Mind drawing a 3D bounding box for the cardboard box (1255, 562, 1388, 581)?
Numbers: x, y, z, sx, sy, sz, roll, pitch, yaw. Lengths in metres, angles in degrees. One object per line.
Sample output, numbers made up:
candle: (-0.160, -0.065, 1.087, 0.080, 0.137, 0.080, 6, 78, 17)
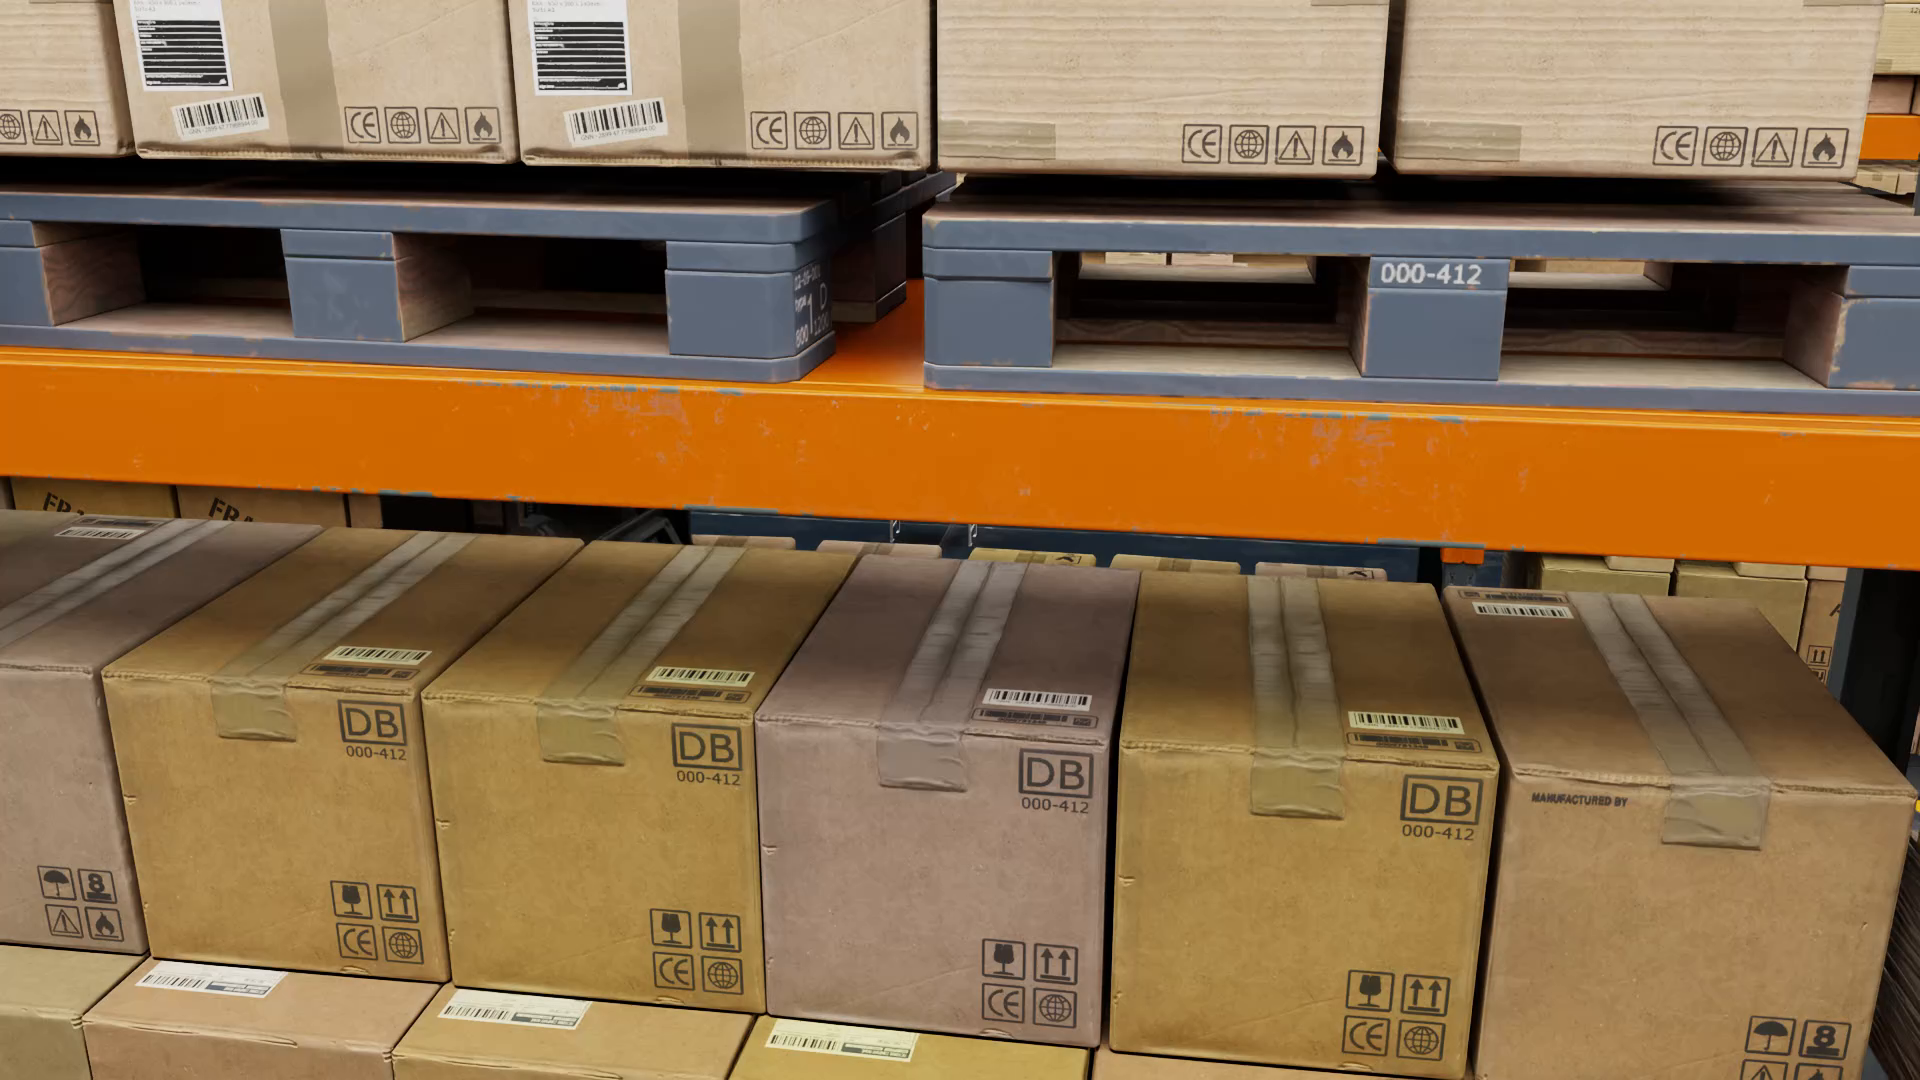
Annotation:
cardboard box: (1.679, 0.443, 7.730, 0.625, 0.372, 0.950, 3, 19, 9)

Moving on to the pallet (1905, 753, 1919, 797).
pallet: (4.074, 0.828, 7.496, 1.213, 0.211, 1.003, 3, 19, 9)

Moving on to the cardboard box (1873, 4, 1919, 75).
cardboard box: (3.592, -1.910, 6.325, 0.500, 0.250, 0.500, 3, 19, 9)

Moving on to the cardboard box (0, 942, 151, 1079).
cardboard box: (-1.535, 0.861, 2.845, 0.500, 0.500, 0.500, 3, 19, 8)

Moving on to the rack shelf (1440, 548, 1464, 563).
rack shelf: (0.223, -0.337, 7.718, 4.000, 0.370, 1.077, 3, 19, 9)

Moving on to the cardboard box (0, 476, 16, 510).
cardboard box: (-5.077, -0.166, 8.759, 0.875, 0.875, 0.875, 4, 19, 10)

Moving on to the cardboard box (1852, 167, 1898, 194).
cardboard box: (6.032, -2.387, 11.062, 0.250, 0.149, 0.380, 3, 19, 10)

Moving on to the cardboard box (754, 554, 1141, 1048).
cardboard box: (0.014, 0.382, 2.700, 0.500, 0.500, 0.700, 3, 19, 9)

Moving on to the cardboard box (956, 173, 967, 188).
cardboard box: (0.081, -2.554, 12.029, 0.250, 0.149, 0.380, 3, 19, 9)

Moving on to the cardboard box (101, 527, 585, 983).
cardboard box: (-0.989, 0.331, 2.854, 0.500, 0.500, 0.700, 3, 19, 8)

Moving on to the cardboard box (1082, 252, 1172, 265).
cardboard box: (0.706, -0.969, 7.185, 0.500, 0.500, 0.500, 4, 19, 11)

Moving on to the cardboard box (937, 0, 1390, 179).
cardboard box: (0.258, -0.613, 2.098, 0.500, 0.250, 0.500, 3, 19, 8)

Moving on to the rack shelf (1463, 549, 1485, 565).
rack shelf: (4.172, -0.136, 7.116, 4.000, 0.370, 1.077, 3, 19, 9)

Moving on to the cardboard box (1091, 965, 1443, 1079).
cardboard box: (0.455, 0.963, 2.542, 0.500, 0.500, 0.500, 3, 19, 8)

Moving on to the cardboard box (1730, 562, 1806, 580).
cardboard box: (3.359, 0.028, 6.959, 0.250, 0.149, 0.380, 4, 19, 11)

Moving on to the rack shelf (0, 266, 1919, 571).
rack shelf: (-0.463, -0.204, 2.592, 4.000, 0.370, 1.077, 3, 19, 9)

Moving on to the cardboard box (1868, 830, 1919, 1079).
cardboard box: (1.878, 0.922, 2.585, 0.550, 0.550, 0.875, 3, 19, 9)

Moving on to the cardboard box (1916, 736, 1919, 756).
cardboard box: (4.278, 0.719, 7.100, 0.500, 0.250, 0.500, 2, 19, 7)

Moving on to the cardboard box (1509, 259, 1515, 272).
cardboard box: (3.895, -2.055, 11.561, 0.500, 0.500, 0.500, 3, 19, 10)

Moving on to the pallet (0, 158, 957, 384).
pallet: (-0.689, -0.485, 2.596, 1.213, 0.211, 1.003, 4, 19, 11)

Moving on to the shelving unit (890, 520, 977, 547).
shelving unit: (-0.163, -0.577, 10.138, 0.503, 1.200, 0.258, 3, 19, 9)

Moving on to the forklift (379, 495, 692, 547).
forklift: (-0.876, 0.203, 5.078, 3.031, 2.935, 1.130, 6, 19, 17)

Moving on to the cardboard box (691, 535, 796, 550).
cardboard box: (-1.196, 0.299, 8.161, 0.625, 0.372, 0.950, 2, 19, 5)

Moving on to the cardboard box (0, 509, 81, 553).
cardboard box: (-1.996, 0.281, 3.003, 0.500, 0.500, 0.700, 3, 19, 8)

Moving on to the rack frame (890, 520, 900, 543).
rack frame: (-0.404, -0.590, 10.174, 0.015, 1.200, 0.240, 3, 19, 9)

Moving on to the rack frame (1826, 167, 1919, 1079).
rack frame: (1.512, 0.978, 2.653, 0.127, 3.000, 1.000, 3, 19, 9)

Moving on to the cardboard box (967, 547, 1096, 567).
cardboard box: (0.282, 0.374, 7.938, 0.625, 0.372, 0.950, 4, 19, 10)

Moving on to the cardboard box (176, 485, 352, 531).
cardboard box: (-3.301, -0.078, 8.495, 0.875, 0.875, 0.875, 3, 19, 9)

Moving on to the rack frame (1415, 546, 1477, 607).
rack frame: (2.197, -0.578, 7.303, 0.127, 3.000, 1.000, 3, 19, 9)

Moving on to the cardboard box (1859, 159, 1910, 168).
cardboard box: (6.380, -2.545, 11.533, 0.250, 0.149, 0.380, 4, 19, 11)

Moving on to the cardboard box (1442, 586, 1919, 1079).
cardboard box: (1.021, 0.433, 2.548, 0.500, 0.500, 0.700, 3, 19, 8)

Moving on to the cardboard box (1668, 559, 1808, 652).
cardboard box: (3.267, 0.309, 7.143, 0.500, 0.500, 0.500, 4, 19, 11)

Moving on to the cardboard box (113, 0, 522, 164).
cardboard box: (-0.756, -0.694, 2.243, 0.500, 0.311, 0.500, 3, 19, 8)

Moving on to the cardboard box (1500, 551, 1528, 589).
cardboard box: (2.824, 0.117, 7.716, 0.500, 0.500, 0.500, 3, 19, 8)

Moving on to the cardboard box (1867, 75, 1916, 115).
cardboard box: (3.481, -1.738, 6.440, 0.250, 0.149, 0.380, 2, 19, 7)

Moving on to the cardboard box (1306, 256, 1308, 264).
cardboard box: (1.705, -0.917, 7.028, 0.500, 0.500, 0.500, 3, 19, 8)

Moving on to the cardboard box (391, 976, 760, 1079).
cardboard box: (-0.545, 0.912, 2.692, 0.500, 0.500, 0.500, 3, 19, 8)

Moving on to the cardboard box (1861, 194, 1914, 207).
cardboard box: (3.590, -1.084, 6.614, 0.500, 0.500, 0.700, 3, 19, 7)

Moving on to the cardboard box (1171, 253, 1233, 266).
cardboard box: (1.023, -1.256, 7.020, 0.250, 0.149, 0.380, 2, 19, 7)
